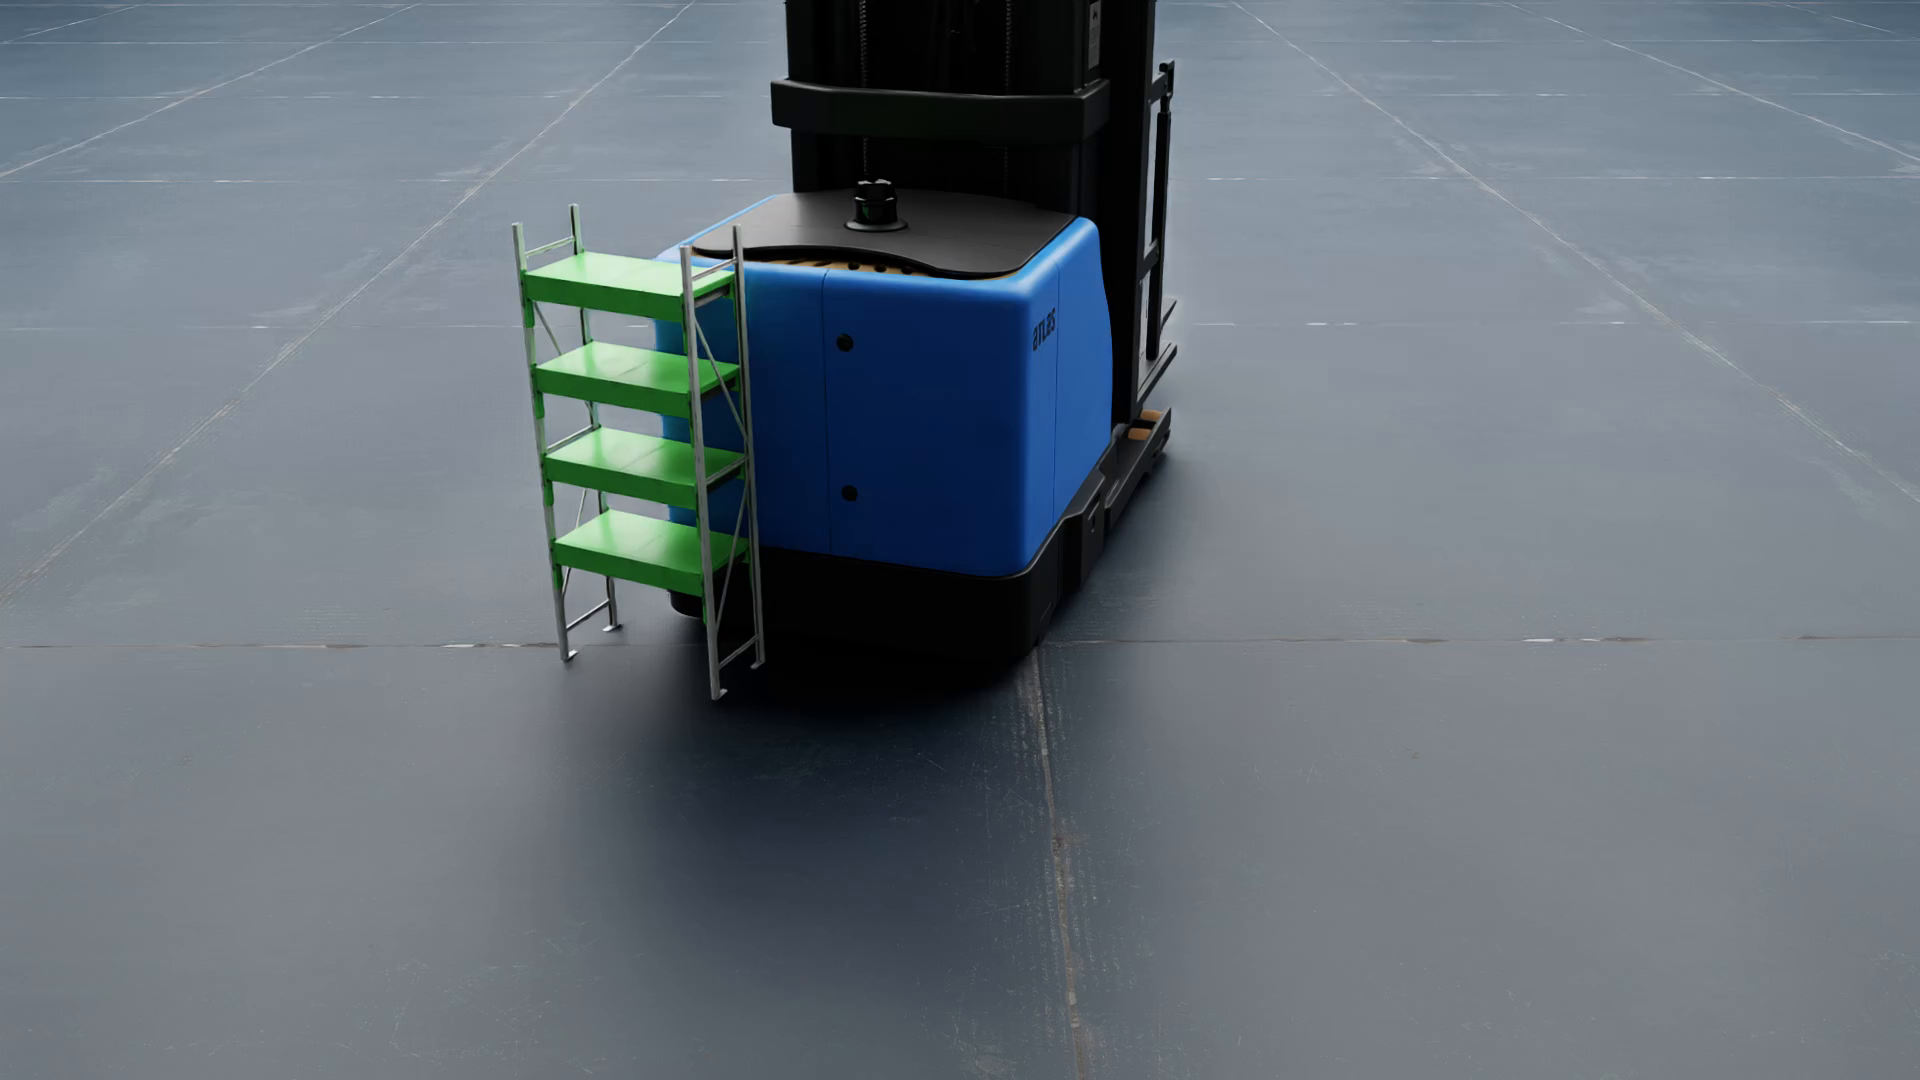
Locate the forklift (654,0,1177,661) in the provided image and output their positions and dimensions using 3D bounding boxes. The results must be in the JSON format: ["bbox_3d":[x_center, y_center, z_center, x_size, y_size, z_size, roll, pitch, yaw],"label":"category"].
[{"bbox_3d":[0.118,-1.599,5.229,1.130,2.935,3.031,8,25,16],"label":"forklift"}]

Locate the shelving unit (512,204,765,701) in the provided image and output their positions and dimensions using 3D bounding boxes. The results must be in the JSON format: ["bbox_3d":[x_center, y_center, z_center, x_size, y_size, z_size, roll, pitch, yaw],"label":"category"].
[{"bbox_3d":[-0.808,-0.217,4.274,0.503,1.200,0.258,11,27,23],"label":"shelving unit"}]

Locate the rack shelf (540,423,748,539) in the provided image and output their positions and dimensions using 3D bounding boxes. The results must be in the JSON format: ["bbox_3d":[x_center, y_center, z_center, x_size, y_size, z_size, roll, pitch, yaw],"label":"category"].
[{"bbox_3d":[-0.808,-0.159,4.300,0.480,0.148,0.258,11,27,23],"label":"rack shelf"}]

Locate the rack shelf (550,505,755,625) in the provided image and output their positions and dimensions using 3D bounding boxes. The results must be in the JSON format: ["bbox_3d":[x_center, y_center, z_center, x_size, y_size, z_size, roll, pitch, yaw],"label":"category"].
[{"bbox_3d":[-0.808,0.060,4.399,0.480,0.148,0.258,11,27,23],"label":"rack shelf"}]

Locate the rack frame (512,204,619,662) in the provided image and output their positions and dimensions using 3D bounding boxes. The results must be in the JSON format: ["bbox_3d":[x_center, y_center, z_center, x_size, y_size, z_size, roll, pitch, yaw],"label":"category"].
[{"bbox_3d":[-1.027,-0.261,4.371,0.015,1.200,0.240,11,27,23],"label":"rack frame"}]

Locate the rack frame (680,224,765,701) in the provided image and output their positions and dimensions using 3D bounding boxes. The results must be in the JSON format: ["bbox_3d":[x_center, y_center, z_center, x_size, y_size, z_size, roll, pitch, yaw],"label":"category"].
[{"bbox_3d":[-0.588,-0.173,4.177,0.015,1.200,0.240,11,27,23],"label":"rack frame"}]

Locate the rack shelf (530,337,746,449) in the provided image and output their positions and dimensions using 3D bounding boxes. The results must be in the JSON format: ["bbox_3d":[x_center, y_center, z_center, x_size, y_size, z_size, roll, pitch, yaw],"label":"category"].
[{"bbox_3d":[-0.808,-0.378,4.201,0.480,0.148,0.258,11,27,23],"label":"rack shelf"}]

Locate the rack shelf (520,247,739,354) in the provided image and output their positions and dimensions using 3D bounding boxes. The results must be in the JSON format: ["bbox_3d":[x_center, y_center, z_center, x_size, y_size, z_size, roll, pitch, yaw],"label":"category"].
[{"bbox_3d":[-0.808,-0.596,4.103,0.480,0.148,0.258,11,27,23],"label":"rack shelf"}]
